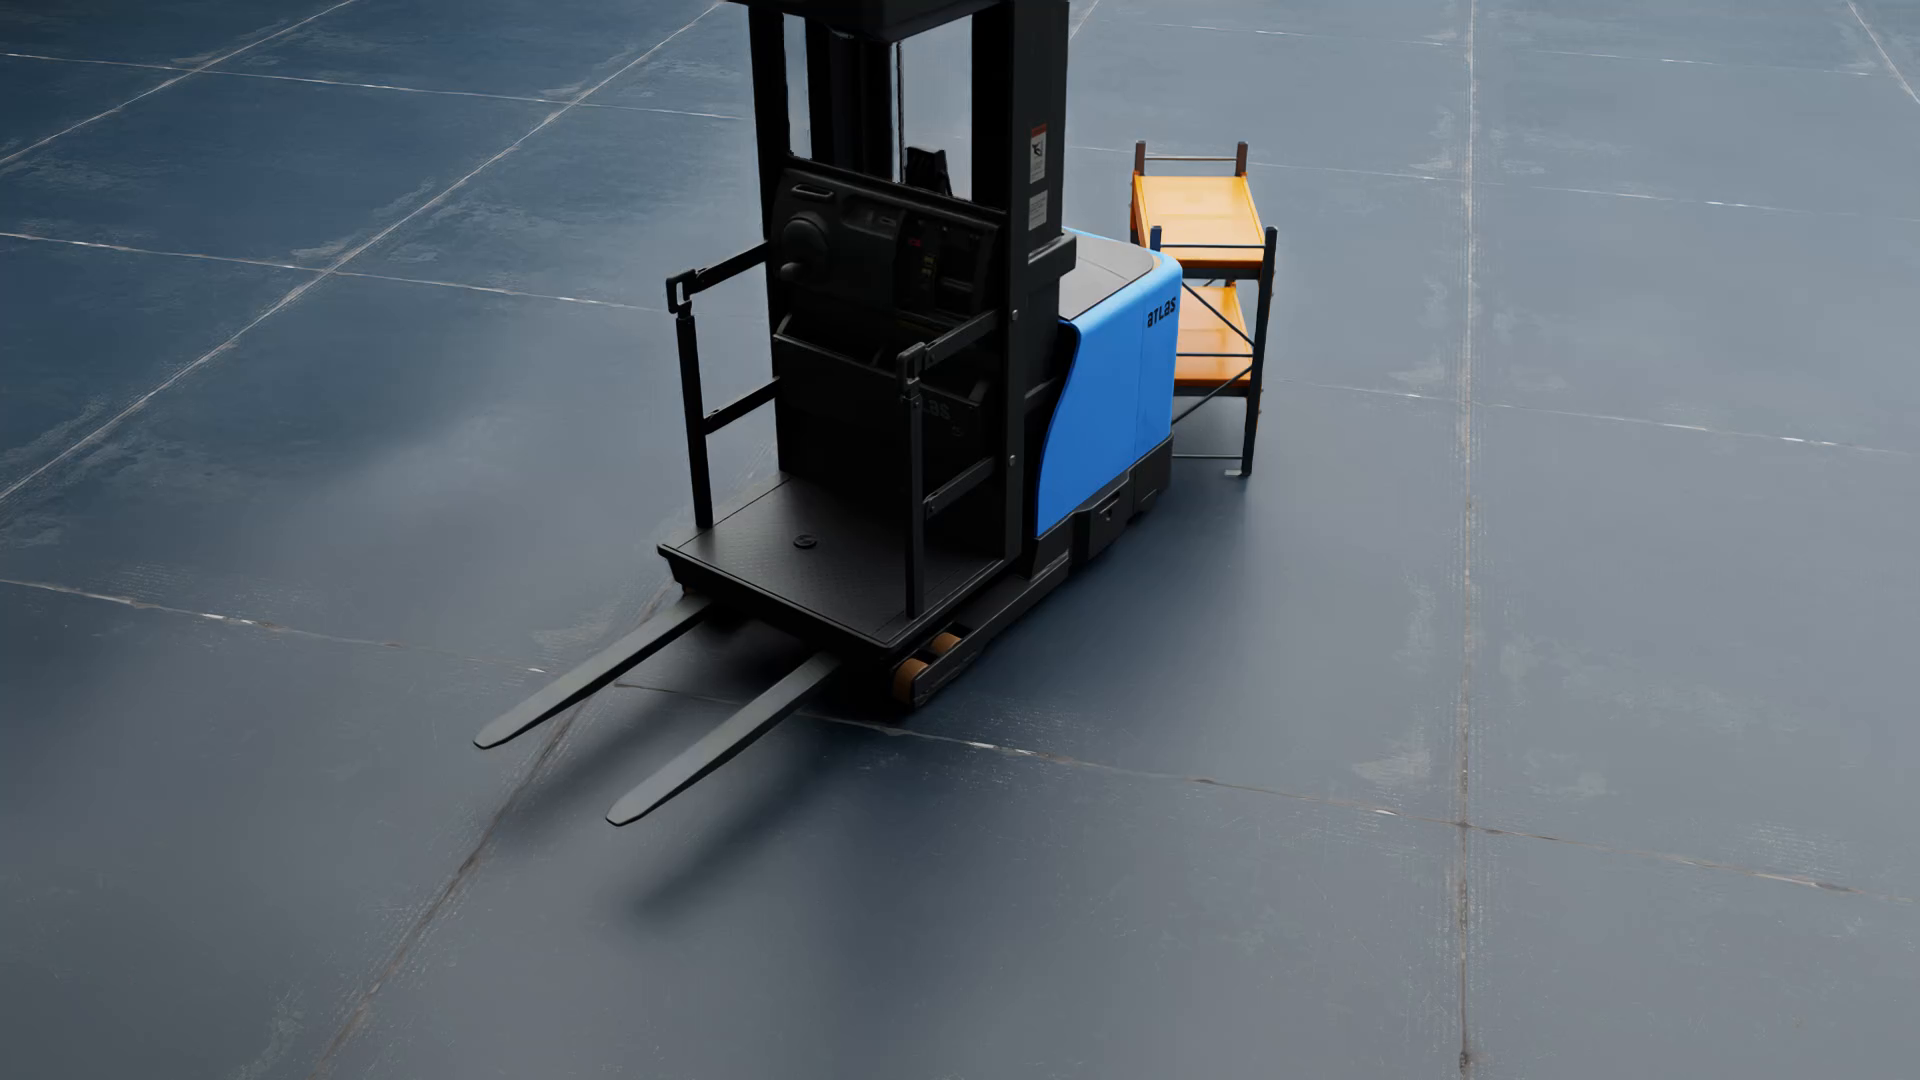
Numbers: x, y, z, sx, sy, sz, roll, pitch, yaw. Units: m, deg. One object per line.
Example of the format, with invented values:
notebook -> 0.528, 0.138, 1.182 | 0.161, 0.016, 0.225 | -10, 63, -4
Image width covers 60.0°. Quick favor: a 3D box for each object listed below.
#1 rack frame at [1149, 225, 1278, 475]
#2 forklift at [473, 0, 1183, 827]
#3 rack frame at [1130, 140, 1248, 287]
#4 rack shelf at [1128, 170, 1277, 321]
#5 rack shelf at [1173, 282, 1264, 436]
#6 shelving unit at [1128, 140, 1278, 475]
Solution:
rack frame -> 1.010, -0.766, 6.907 | 0.500, 1.125, 0.032 | 1, 32, 1
forklift -> -0.394, -0.951, 5.513 | 1.130, 2.935, 3.031 | 22, 38, 30
rack frame -> 1.041, -1.312, 7.765 | 0.500, 1.125, 0.032 | 1, 32, 1
rack shelf -> 1.025, -1.286, 7.179 | 0.538, 0.278, 1.000 | 1, 32, 1
rack shelf -> 1.025, -0.833, 7.467 | 0.538, 0.278, 1.000 | 1, 32, 1
shelving unit -> 1.025, -1.039, 7.336 | 0.538, 1.125, 1.048 | 1, 32, 1
